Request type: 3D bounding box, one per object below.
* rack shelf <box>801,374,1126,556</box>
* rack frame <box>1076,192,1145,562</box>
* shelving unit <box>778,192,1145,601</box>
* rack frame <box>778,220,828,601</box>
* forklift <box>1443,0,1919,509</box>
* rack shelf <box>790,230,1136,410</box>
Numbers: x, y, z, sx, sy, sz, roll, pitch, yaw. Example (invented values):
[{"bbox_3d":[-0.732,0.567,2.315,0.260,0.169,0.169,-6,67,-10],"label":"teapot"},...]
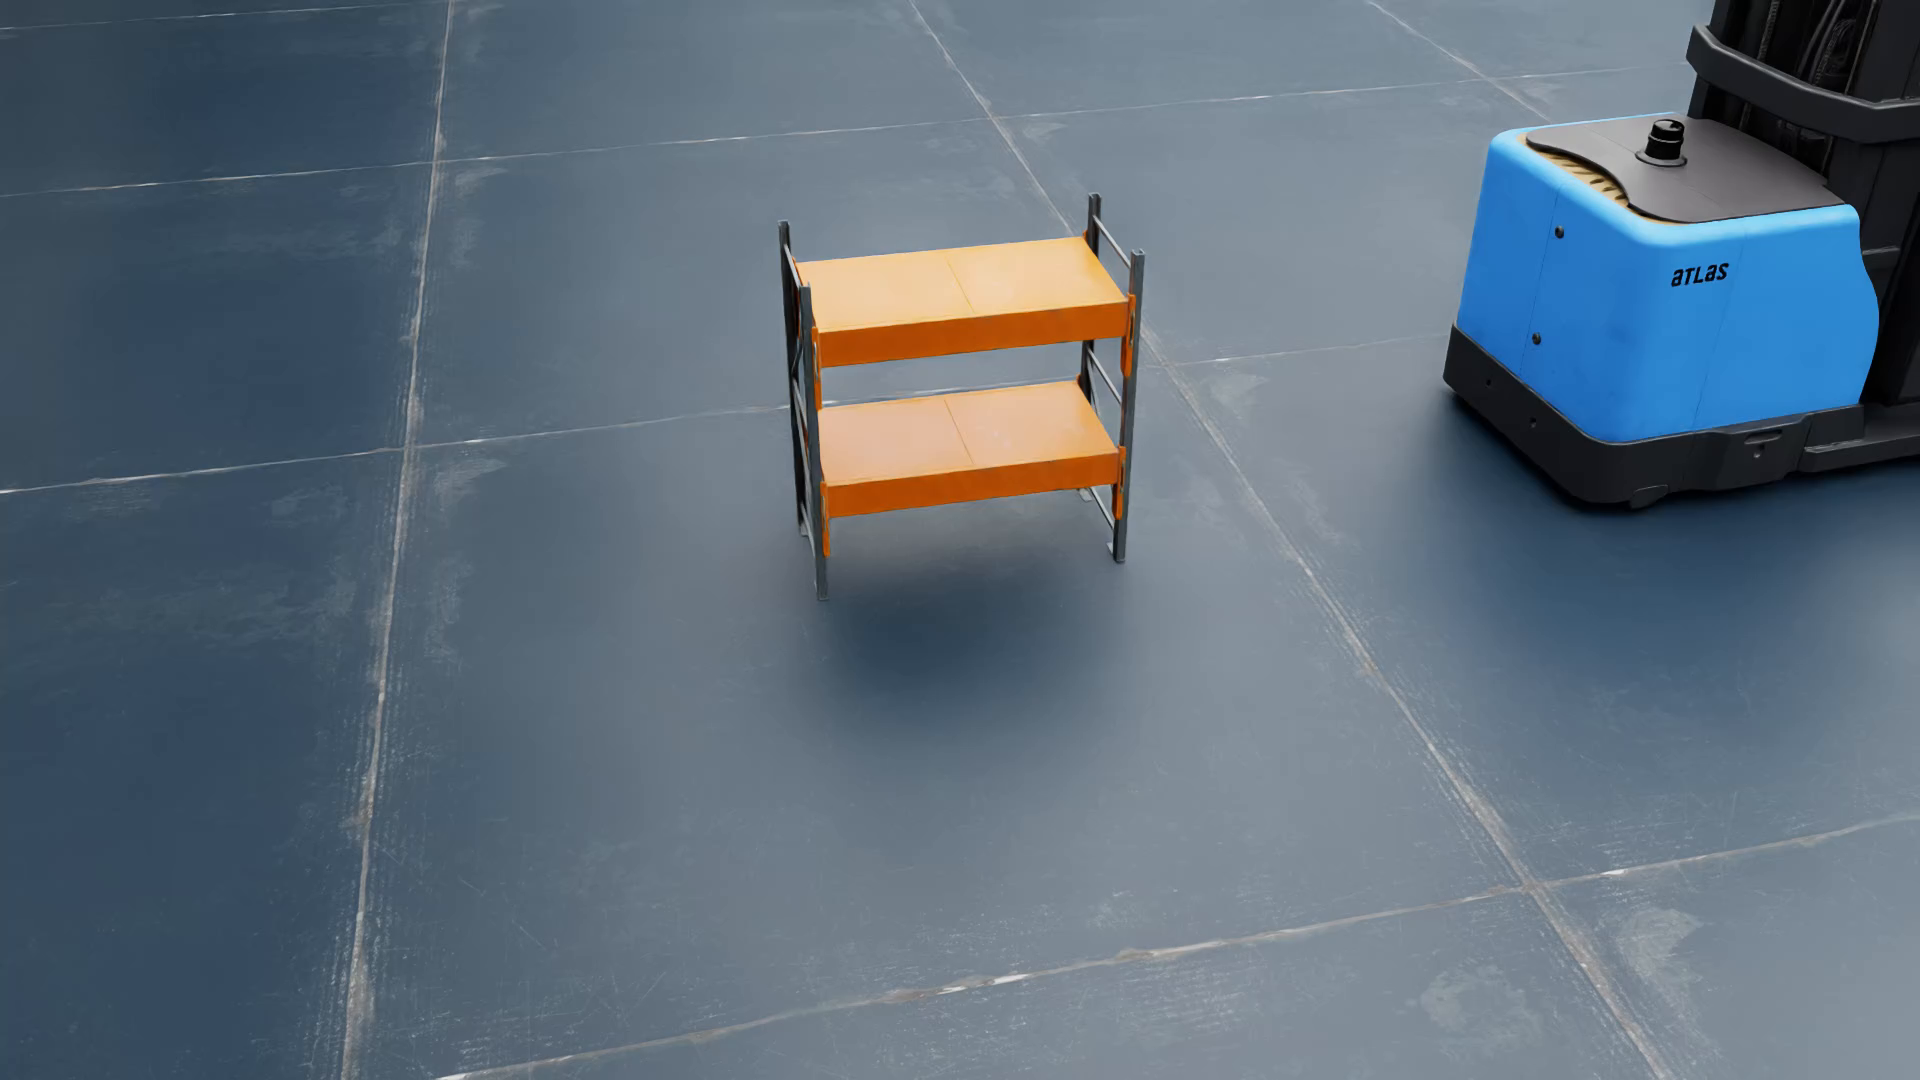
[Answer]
[{"bbox_3d":[-0.007,-0.263,5.572,1.000,0.278,0.538,-7,35,-11],"label":"rack shelf"},{"bbox_3d":[0.489,-0.529,5.528,0.032,1.125,0.500,-7,35,-11],"label":"rack frame"},{"bbox_3d":[-0.007,-0.466,5.435,1.048,1.125,0.538,-7,35,-11],"label":"shelving unit"},{"bbox_3d":[-0.502,-0.404,5.342,0.032,1.125,0.500,-7,35,-11],"label":"rack frame"},{"bbox_3d":[3.483,-1.787,5.783,3.031,2.935,1.130,-9,35,-14],"label":"forklift"},{"bbox_3d":[-0.007,-0.709,5.272,1.000,0.278,0.538,-7,35,-11],"label":"rack shelf"}]
